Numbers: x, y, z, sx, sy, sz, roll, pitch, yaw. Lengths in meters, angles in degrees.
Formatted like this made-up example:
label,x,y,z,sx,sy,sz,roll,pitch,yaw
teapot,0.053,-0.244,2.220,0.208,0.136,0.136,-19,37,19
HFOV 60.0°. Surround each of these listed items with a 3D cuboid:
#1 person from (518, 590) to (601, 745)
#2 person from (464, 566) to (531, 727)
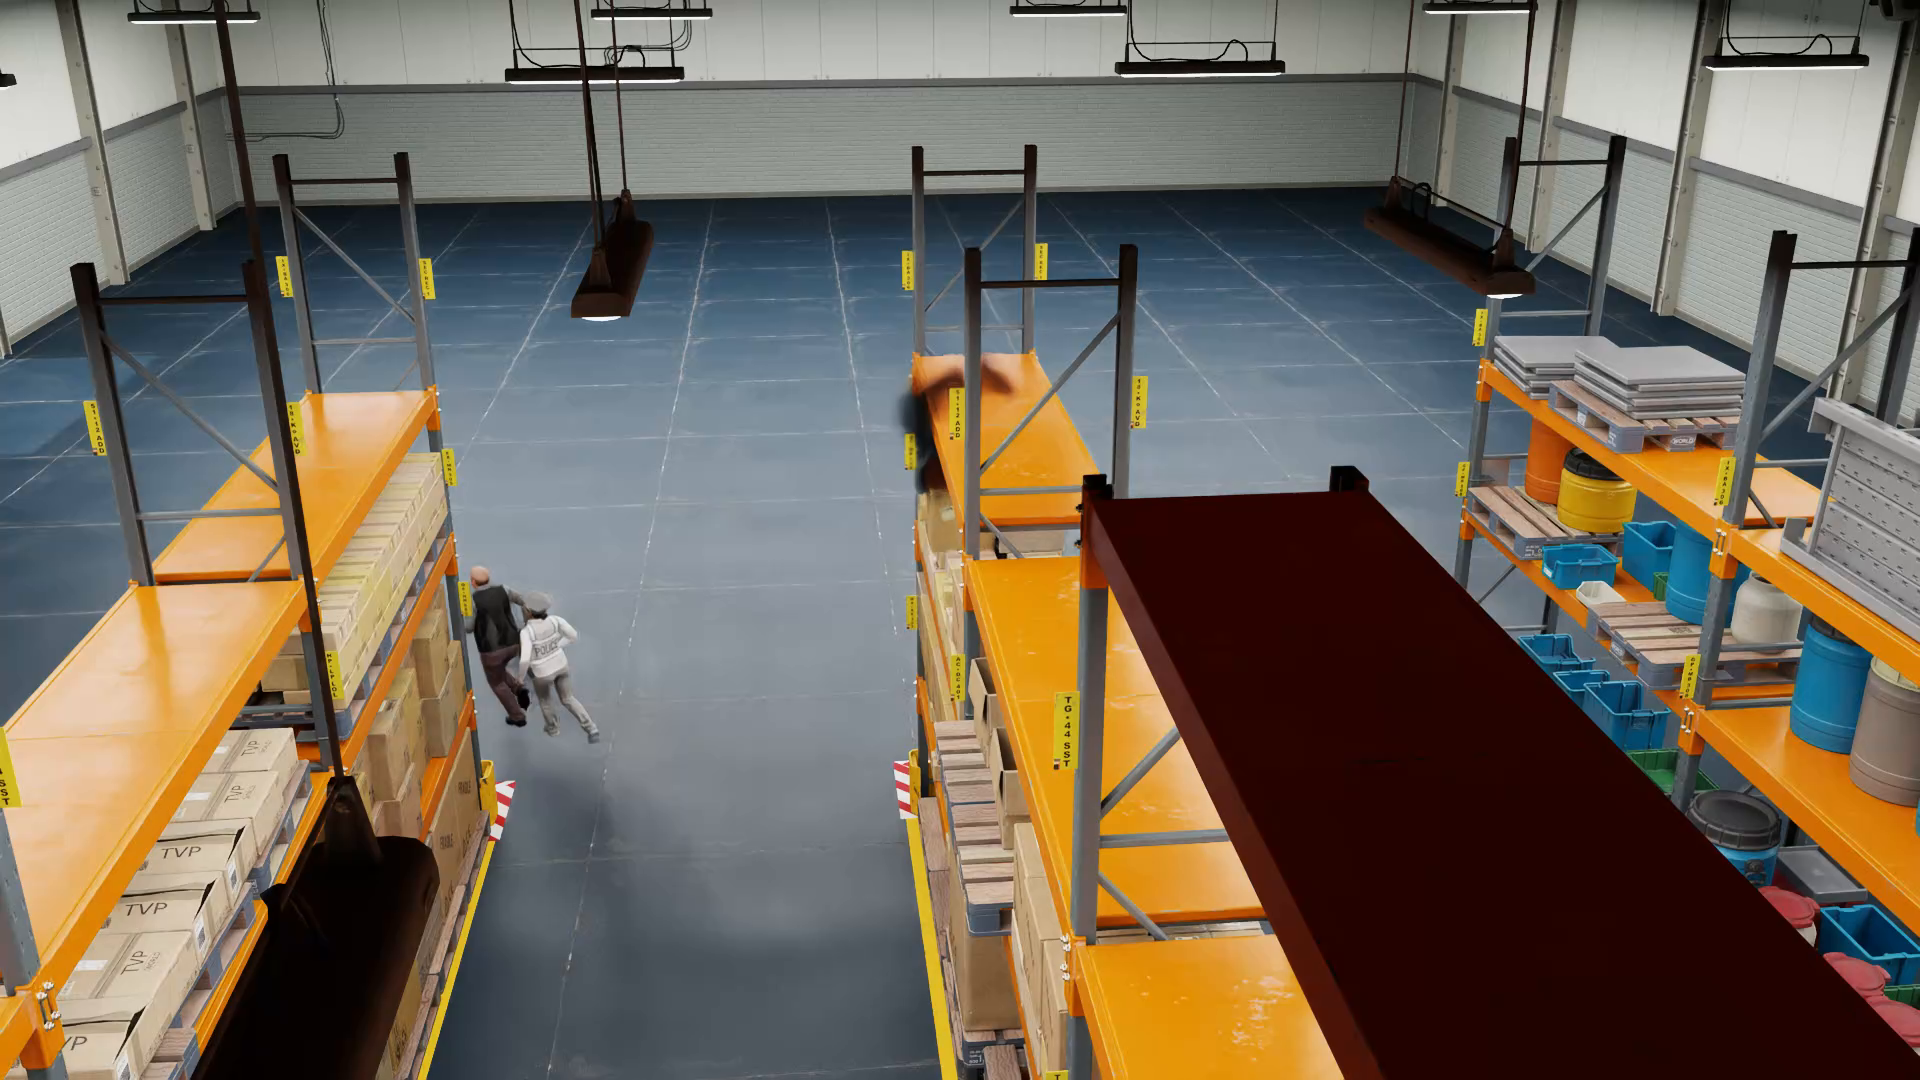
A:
label,x,y,z,sx,sy,sz,roll,pitch,yaw
person,-3.905,1.232,15.668,0.675,1.650,0.899,-19,28,-39
person,-4.621,1.047,16.533,0.702,1.657,0.639,15,26,33
